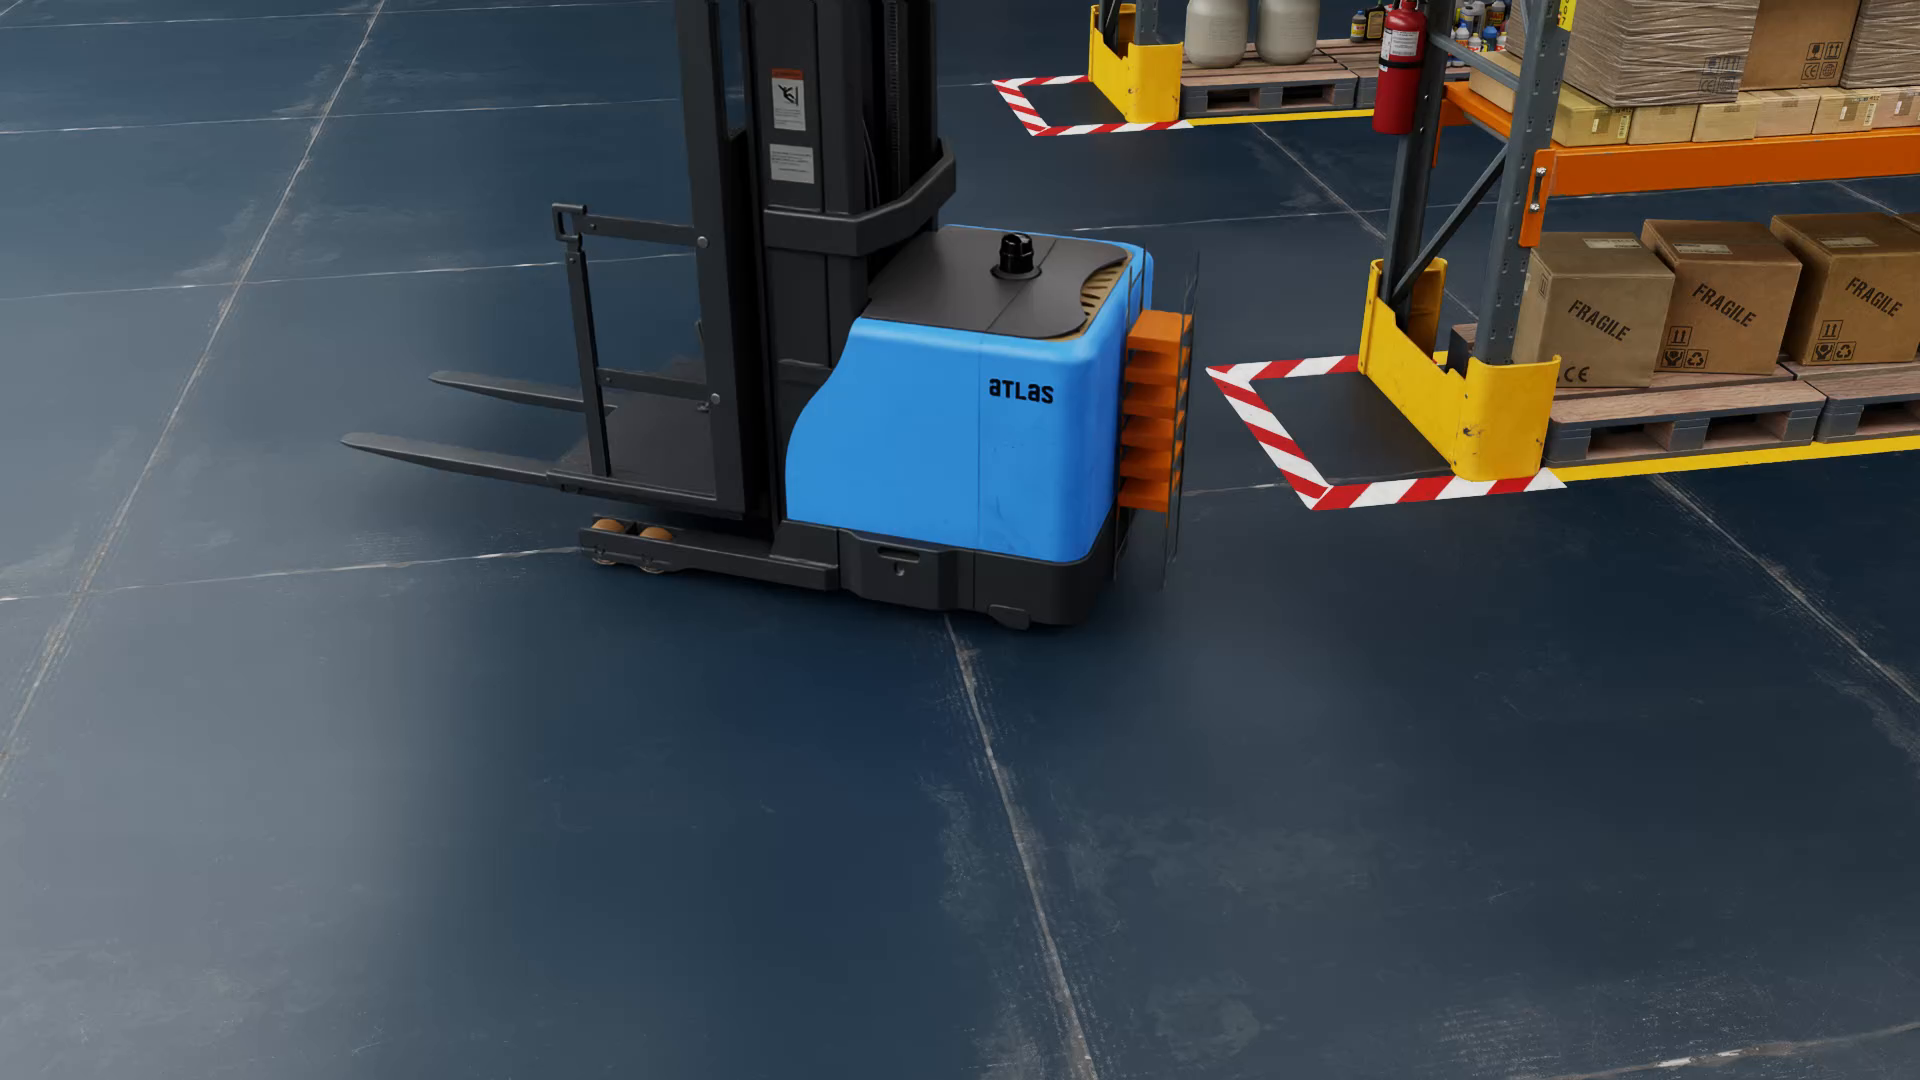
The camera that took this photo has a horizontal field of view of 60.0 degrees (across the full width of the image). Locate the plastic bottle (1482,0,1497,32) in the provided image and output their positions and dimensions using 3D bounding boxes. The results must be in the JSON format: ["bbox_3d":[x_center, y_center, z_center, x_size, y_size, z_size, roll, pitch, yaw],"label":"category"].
[{"bbox_3d":[3.821,-3.795,11.991,0.133,0.283,0.061,-4,31,-7],"label":"plastic bottle"}]

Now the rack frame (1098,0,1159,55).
[{"bbox_3d":[1.110,-4.290,10.586,0.127,3.000,1.000,-5,31,-9],"label":"rack frame"}]

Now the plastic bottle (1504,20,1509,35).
[{"bbox_3d":[3.796,-3.408,11.340,0.135,0.276,0.152,-5,31,-8],"label":"plastic bottle"}]

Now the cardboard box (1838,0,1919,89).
[{"bbox_3d":[3.518,-2.158,6.568,0.500,0.500,0.875,-5,31,-9],"label":"cardboard box"}]

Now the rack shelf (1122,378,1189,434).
[{"bbox_3d":[0.675,-0.475,5.726,0.180,0.103,0.258,9,32,15],"label":"rack shelf"}]

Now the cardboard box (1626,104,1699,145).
[{"bbox_3d":[2.575,-1.632,6.315,0.250,0.149,0.380,-5,31,-9],"label":"cardboard box"}]

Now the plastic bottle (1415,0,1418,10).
[{"bbox_3d":[3.227,-3.713,11.859,0.135,0.276,0.152,-6,31,-10],"label":"plastic bottle"}]

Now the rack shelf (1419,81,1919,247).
[{"bbox_3d":[3.970,-1.693,6.879,4.000,0.370,1.077,-5,31,-9],"label":"rack shelf"}]

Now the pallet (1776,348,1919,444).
[{"bbox_3d":[4.080,-0.791,7.388,1.213,0.211,1.003,-5,31,-9],"label":"pallet"}]

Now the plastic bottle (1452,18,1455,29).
[{"bbox_3d":[3.454,-3.642,11.812,0.097,0.201,0.097,0,30,0],"label":"plastic bottle"}]

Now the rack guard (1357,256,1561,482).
[{"bbox_3d":[2.077,-0.750,7.032,0.348,0.500,1.175,-5,31,-9],"label":"rack guard"}]

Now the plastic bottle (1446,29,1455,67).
[{"bbox_3d":[3.287,-3.345,11.237,0.097,0.271,0.097,0,30,0],"label":"plastic bottle"}]

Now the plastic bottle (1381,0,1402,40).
[{"bbox_3d":[3.091,-3.701,11.838,0.135,0.276,0.152,-5,31,-9],"label":"plastic bottle"}]

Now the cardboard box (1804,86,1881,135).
[{"bbox_3d":[3.313,-1.700,6.430,0.250,0.149,0.380,-5,31,-9],"label":"cardboard box"}]

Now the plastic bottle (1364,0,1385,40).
[{"bbox_3d":[2.950,-3.714,11.854,0.133,0.283,0.061,-5,31,-8],"label":"plastic bottle"}]

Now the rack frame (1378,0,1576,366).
[{"bbox_3d":[2.002,-1.820,6.386,0.127,3.000,1.000,-5,31,-9],"label":"rack frame"}]

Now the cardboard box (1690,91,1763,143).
[{"bbox_3d":[2.824,-1.648,6.341,0.250,0.149,0.380,-5,31,-9],"label":"cardboard box"}]

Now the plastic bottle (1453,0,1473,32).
[{"bbox_3d":[3.572,-3.780,11.898,0.185,0.351,0.144,-6,31,-9],"label":"plastic bottle"}]

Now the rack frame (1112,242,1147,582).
[{"bbox_3d":[0.588,-0.424,5.788,0.006,1.200,0.240,9,32,15],"label":"rack frame"}]

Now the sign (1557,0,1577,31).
[{"bbox_3d":[2.100,-1.923,5.707,0.005,0.325,0.100,-5,31,-9],"label":"sign"}]

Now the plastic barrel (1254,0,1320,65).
[{"bbox_3d":[2.237,-3.542,11.355,0.421,0.512,0.421,0,30,0],"label":"plastic barrel"}]

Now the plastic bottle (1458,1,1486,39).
[{"bbox_3d":[3.624,-3.676,11.795,0.135,0.276,0.152,-5,31,-9],"label":"plastic bottle"}]

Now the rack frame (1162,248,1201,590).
[{"bbox_3d":[0.762,-0.396,5.740,0.006,1.200,0.240,9,32,15],"label":"rack frame"}]

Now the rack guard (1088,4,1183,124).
[{"bbox_3d":[1.177,-3.243,11.271,0.348,0.500,1.175,-5,31,-9],"label":"rack guard"}]

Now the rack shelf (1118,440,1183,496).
[{"bbox_3d":[0.675,-0.269,5.847,0.180,0.103,0.258,9,32,15],"label":"rack shelf"}]

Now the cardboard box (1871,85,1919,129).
[{"bbox_3d":[3.554,-1.737,6.492,0.250,0.149,0.380,-5,31,-9],"label":"cardboard box"}]

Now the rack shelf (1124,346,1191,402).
[{"bbox_3d":[0.675,-0.579,5.665,0.180,0.103,0.258,9,32,15],"label":"rack shelf"}]

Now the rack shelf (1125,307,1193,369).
[{"bbox_3d":[0.675,-0.682,5.604,0.180,0.103,0.258,9,32,15],"label":"rack shelf"}]

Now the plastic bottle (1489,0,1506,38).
[{"bbox_3d":[3.853,-3.752,11.930,0.097,0.271,0.097,0,30,0],"label":"plastic bottle"}]

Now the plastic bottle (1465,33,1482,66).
[{"bbox_3d":[3.483,-3.333,11.285,0.097,0.201,0.097,0,30,0],"label":"plastic bottle"}]

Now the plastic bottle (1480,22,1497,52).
[{"bbox_3d":[3.585,-3.372,11.284,0.097,0.271,0.097,0,30,0],"label":"plastic bottle"}]

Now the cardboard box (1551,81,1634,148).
[{"bbox_3d":[2.326,-1.619,6.292,0.250,0.149,0.380,-5,31,-9],"label":"cardboard box"}]

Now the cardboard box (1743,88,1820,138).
[{"bbox_3d":[3.066,-1.681,6.397,0.250,0.149,0.380,-5,31,-9],"label":"cardboard box"}]

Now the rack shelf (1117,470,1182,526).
[{"bbox_3d":[0.675,-0.165,5.908,0.180,0.103,0.258,9,32,15],"label":"rack shelf"}]

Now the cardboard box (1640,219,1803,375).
[{"bbox_3d":[3.202,-1.044,7.118,0.500,0.500,0.500,2,31,4],"label":"cardboard box"}]

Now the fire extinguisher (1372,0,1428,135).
[{"bbox_3d":[1.807,-2.006,6.779,0.183,0.674,0.296,-5,31,-9],"label":"fire extinguisher"}]

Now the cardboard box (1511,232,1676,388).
[{"bbox_3d":[2.620,-0.972,6.996,0.500,0.500,0.500,0,30,0],"label":"cardboard box"}]

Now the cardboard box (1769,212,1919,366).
[{"bbox_3d":[3.821,-1.092,7.199,0.500,0.500,0.500,-3,31,-4],"label":"cardboard box"}]

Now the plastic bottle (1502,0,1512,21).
[{"bbox_3d":[3.991,-3.819,11.964,0.185,0.351,0.144,-7,31,-11],"label":"plastic bottle"}]

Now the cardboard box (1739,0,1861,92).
[{"bbox_3d":[3.019,-2.134,6.527,0.500,0.500,0.875,-5,31,-9],"label":"cardboard box"}]

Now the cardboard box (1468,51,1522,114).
[{"bbox_3d":[2.246,-1.841,6.669,0.250,0.149,0.380,-5,31,-9],"label":"cardboard box"}]

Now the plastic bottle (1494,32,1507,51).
[{"bbox_3d":[3.685,-3.351,11.317,0.097,0.201,0.097,0,30,0],"label":"plastic bottle"}]

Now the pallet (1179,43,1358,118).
[{"bbox_3d":[1.977,-3.190,11.466,1.213,0.211,1.003,-5,31,-9],"label":"pallet"}]

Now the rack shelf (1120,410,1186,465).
[{"bbox_3d":[0.675,-0.372,5.787,0.180,0.103,0.258,9,32,15],"label":"rack shelf"}]

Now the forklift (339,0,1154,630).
[{"bbox_3d":[-0.874,-1.385,5.713,3.031,2.935,1.130,9,32,15],"label":"forklift"}]

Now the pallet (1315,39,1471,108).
[{"bbox_3d":[3.174,-3.299,11.653,1.213,0.211,1.003,-5,31,-9],"label":"pallet"}]

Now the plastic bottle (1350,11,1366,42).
[{"bbox_3d":[2.838,-3.659,11.841,0.097,0.201,0.097,0,30,0],"label":"plastic bottle"}]

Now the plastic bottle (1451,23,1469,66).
[{"bbox_3d":[3.385,-3.354,11.252,0.097,0.271,0.097,0,30,0],"label":"plastic bottle"}]

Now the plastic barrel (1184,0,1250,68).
[{"bbox_3d":[1.744,-3.496,11.277,0.421,0.512,0.421,0,30,0],"label":"plastic barrel"}]

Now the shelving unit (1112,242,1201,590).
[{"bbox_3d":[0.675,-0.410,5.764,0.189,1.200,0.258,9,32,15],"label":"shelving unit"}]

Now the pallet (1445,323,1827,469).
[{"bbox_3d":[2.883,-0.682,7.201,1.213,0.211,1.003,-5,31,-9],"label":"pallet"}]

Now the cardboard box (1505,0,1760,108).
[{"bbox_3d":[2.548,-2.028,6.348,0.500,0.500,0.875,-5,31,-9],"label":"cardboard box"}]

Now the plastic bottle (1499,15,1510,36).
[{"bbox_3d":[3.777,-3.464,11.428,0.133,0.283,0.061,-5,31,-9],"label":"plastic bottle"}]

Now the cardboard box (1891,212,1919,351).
[{"bbox_3d":[4.378,-1.120,7.248,0.500,0.500,0.500,-8,31,-13],"label":"cardboard box"}]
